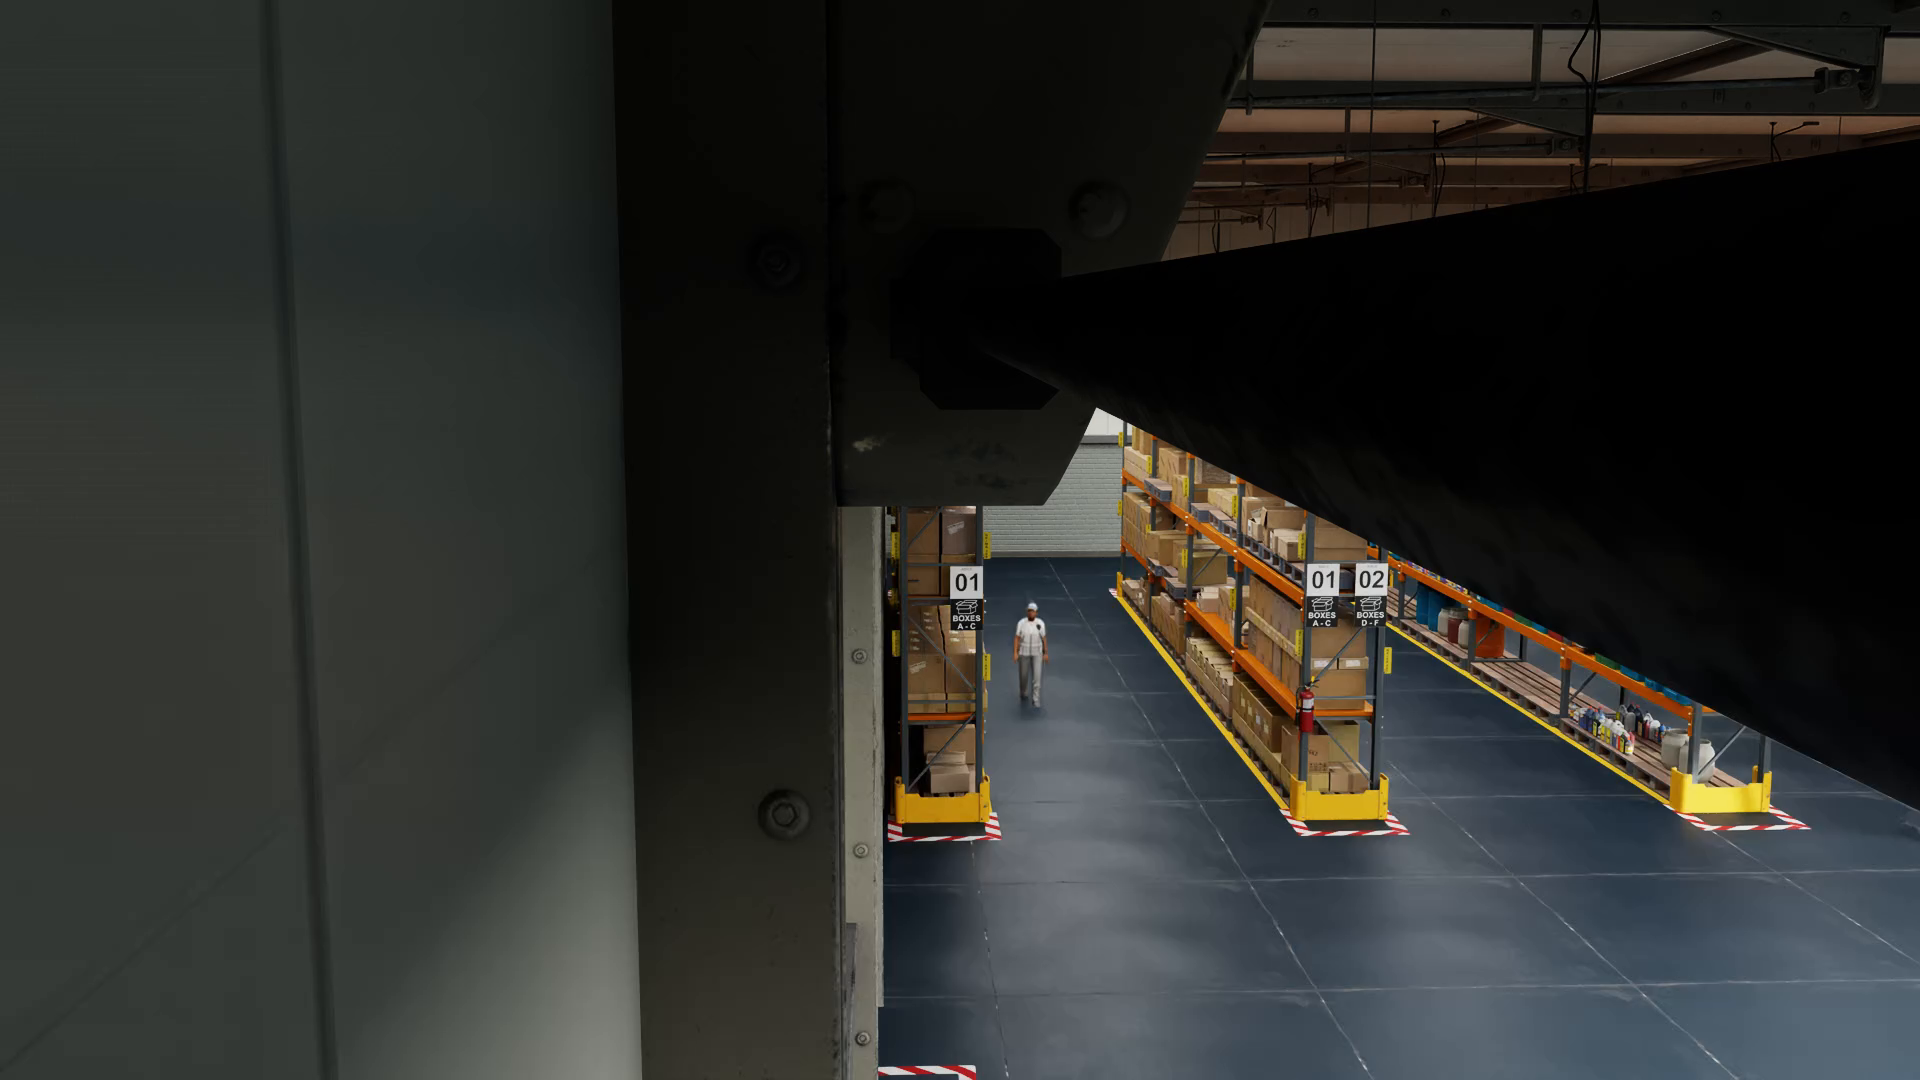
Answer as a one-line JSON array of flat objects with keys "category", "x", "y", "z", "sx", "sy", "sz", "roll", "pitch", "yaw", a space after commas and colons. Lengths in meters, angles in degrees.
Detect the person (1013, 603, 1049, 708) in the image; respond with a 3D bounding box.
[{"category": "person", "x": 1.138, "y": 1.813, "z": 26.531, "sx": 0.577, "sy": 1.623, "sz": 0.940, "roll": 0, "pitch": 8, "yaw": 1}]
